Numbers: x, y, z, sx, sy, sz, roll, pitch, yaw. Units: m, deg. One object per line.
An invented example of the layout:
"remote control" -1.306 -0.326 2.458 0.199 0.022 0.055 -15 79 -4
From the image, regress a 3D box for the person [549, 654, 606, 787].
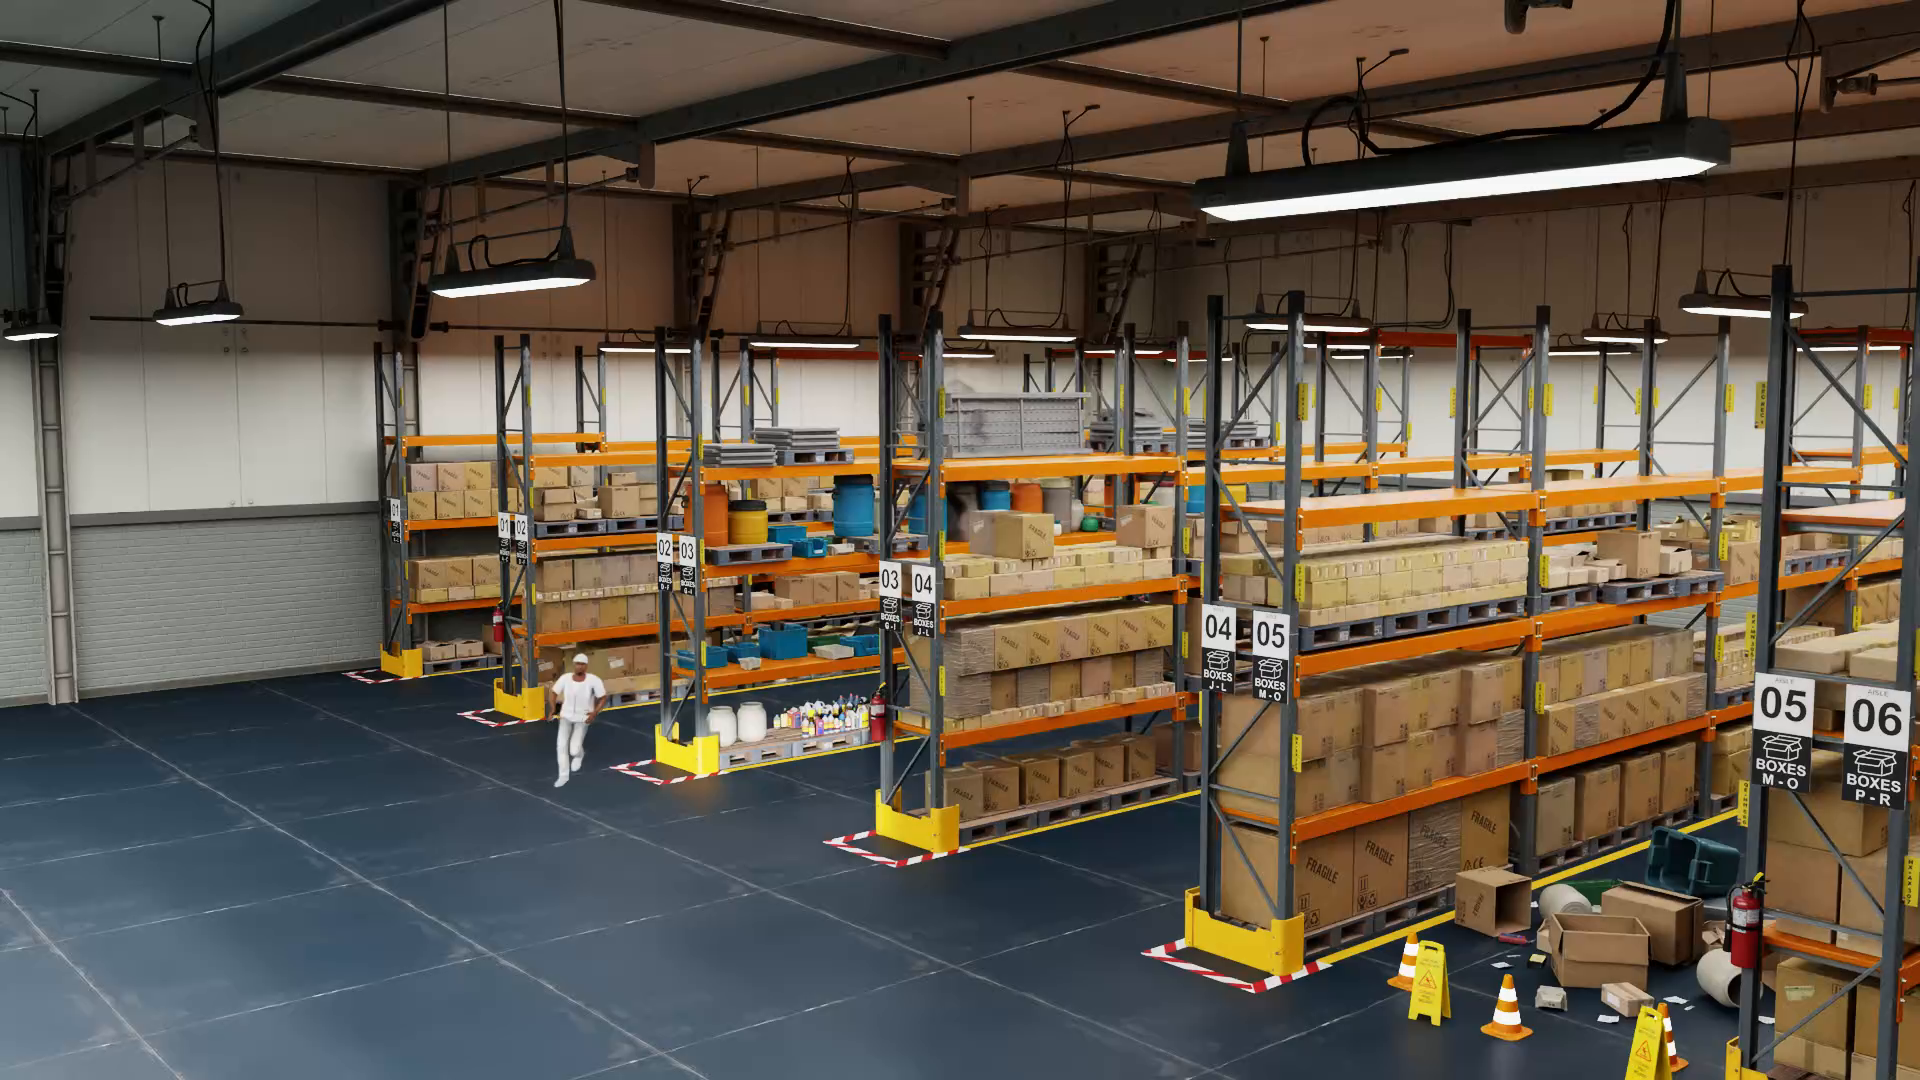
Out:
"person" -5.029 2.338 21.859 0.740 1.722 0.654 0 5 3
